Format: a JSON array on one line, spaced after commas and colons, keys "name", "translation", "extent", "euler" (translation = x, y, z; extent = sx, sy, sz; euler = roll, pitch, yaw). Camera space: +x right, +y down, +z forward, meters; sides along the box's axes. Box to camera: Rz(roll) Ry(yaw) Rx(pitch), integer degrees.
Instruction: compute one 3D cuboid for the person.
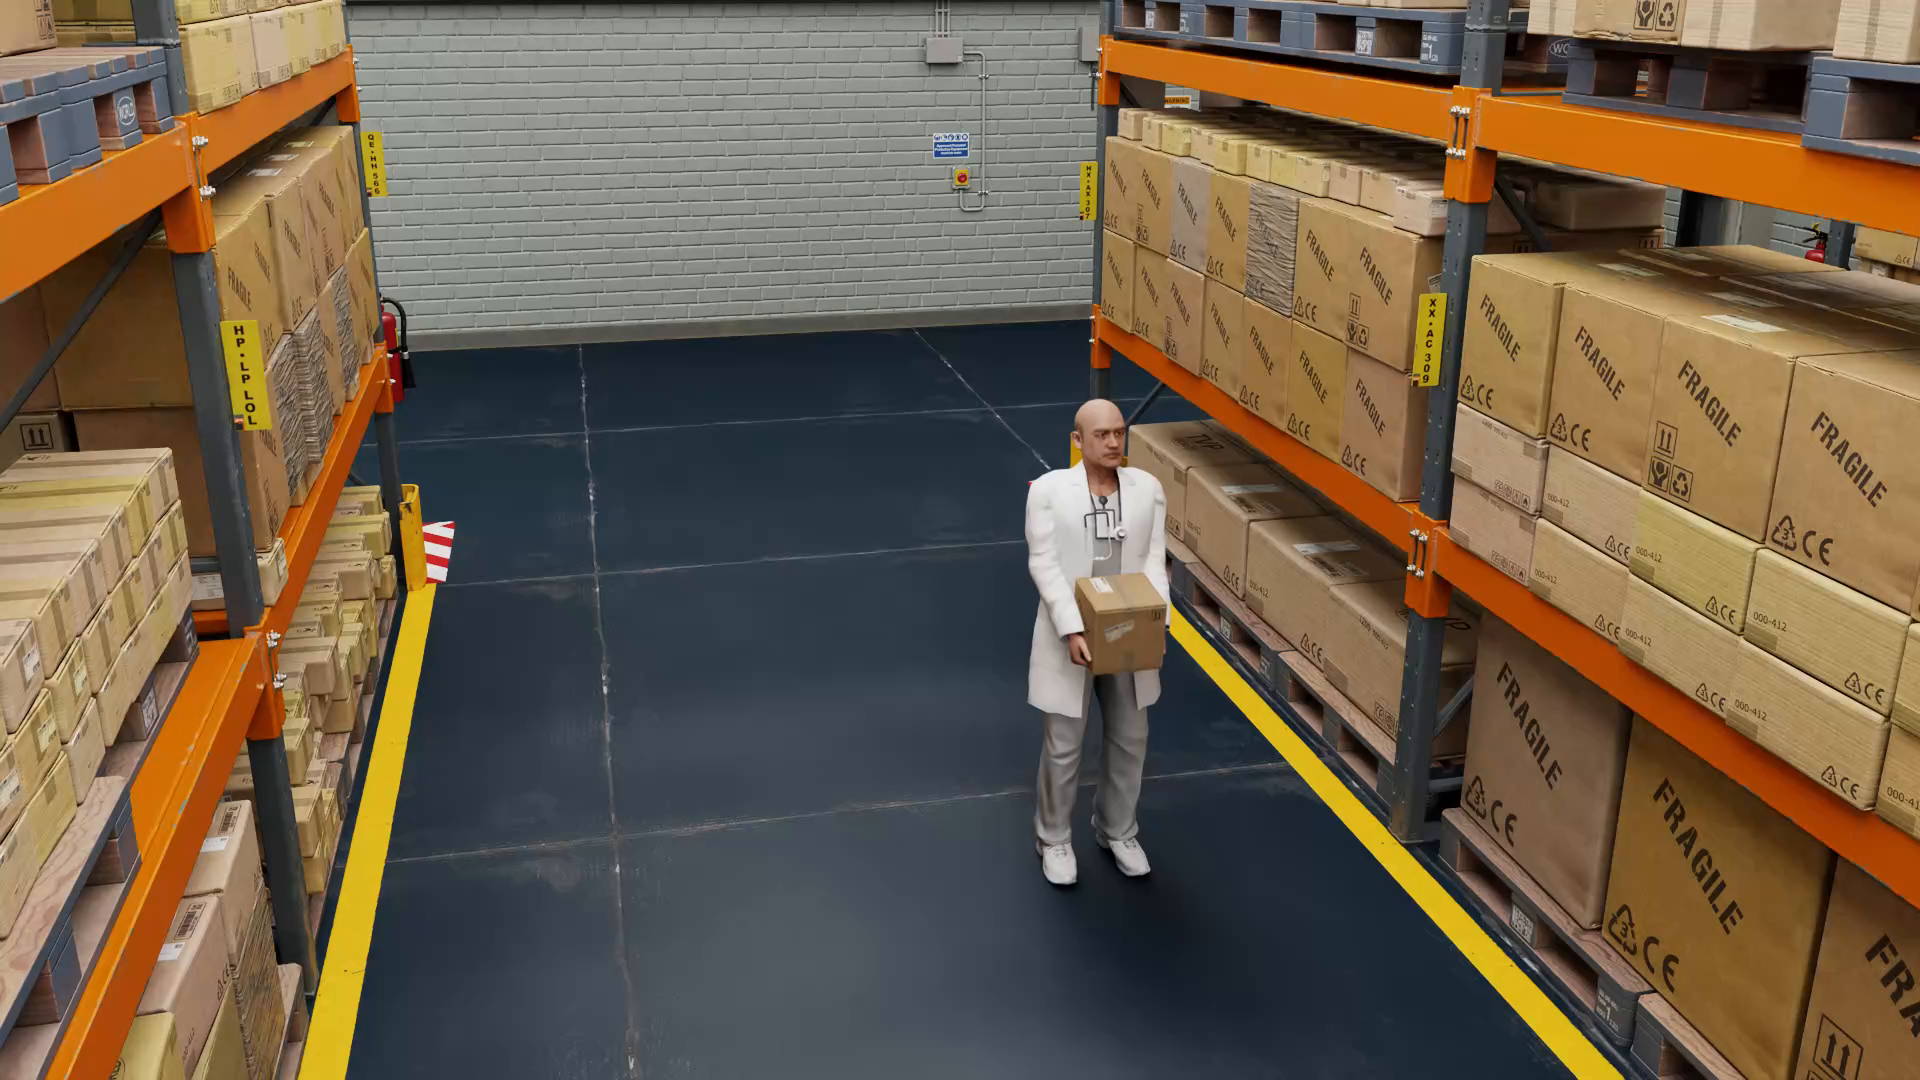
[{"name": "person", "translation": [0.515, 0.402, 5.954], "extent": [0.530, 1.769, 0.563], "euler": [-4, 20, -12]}]
